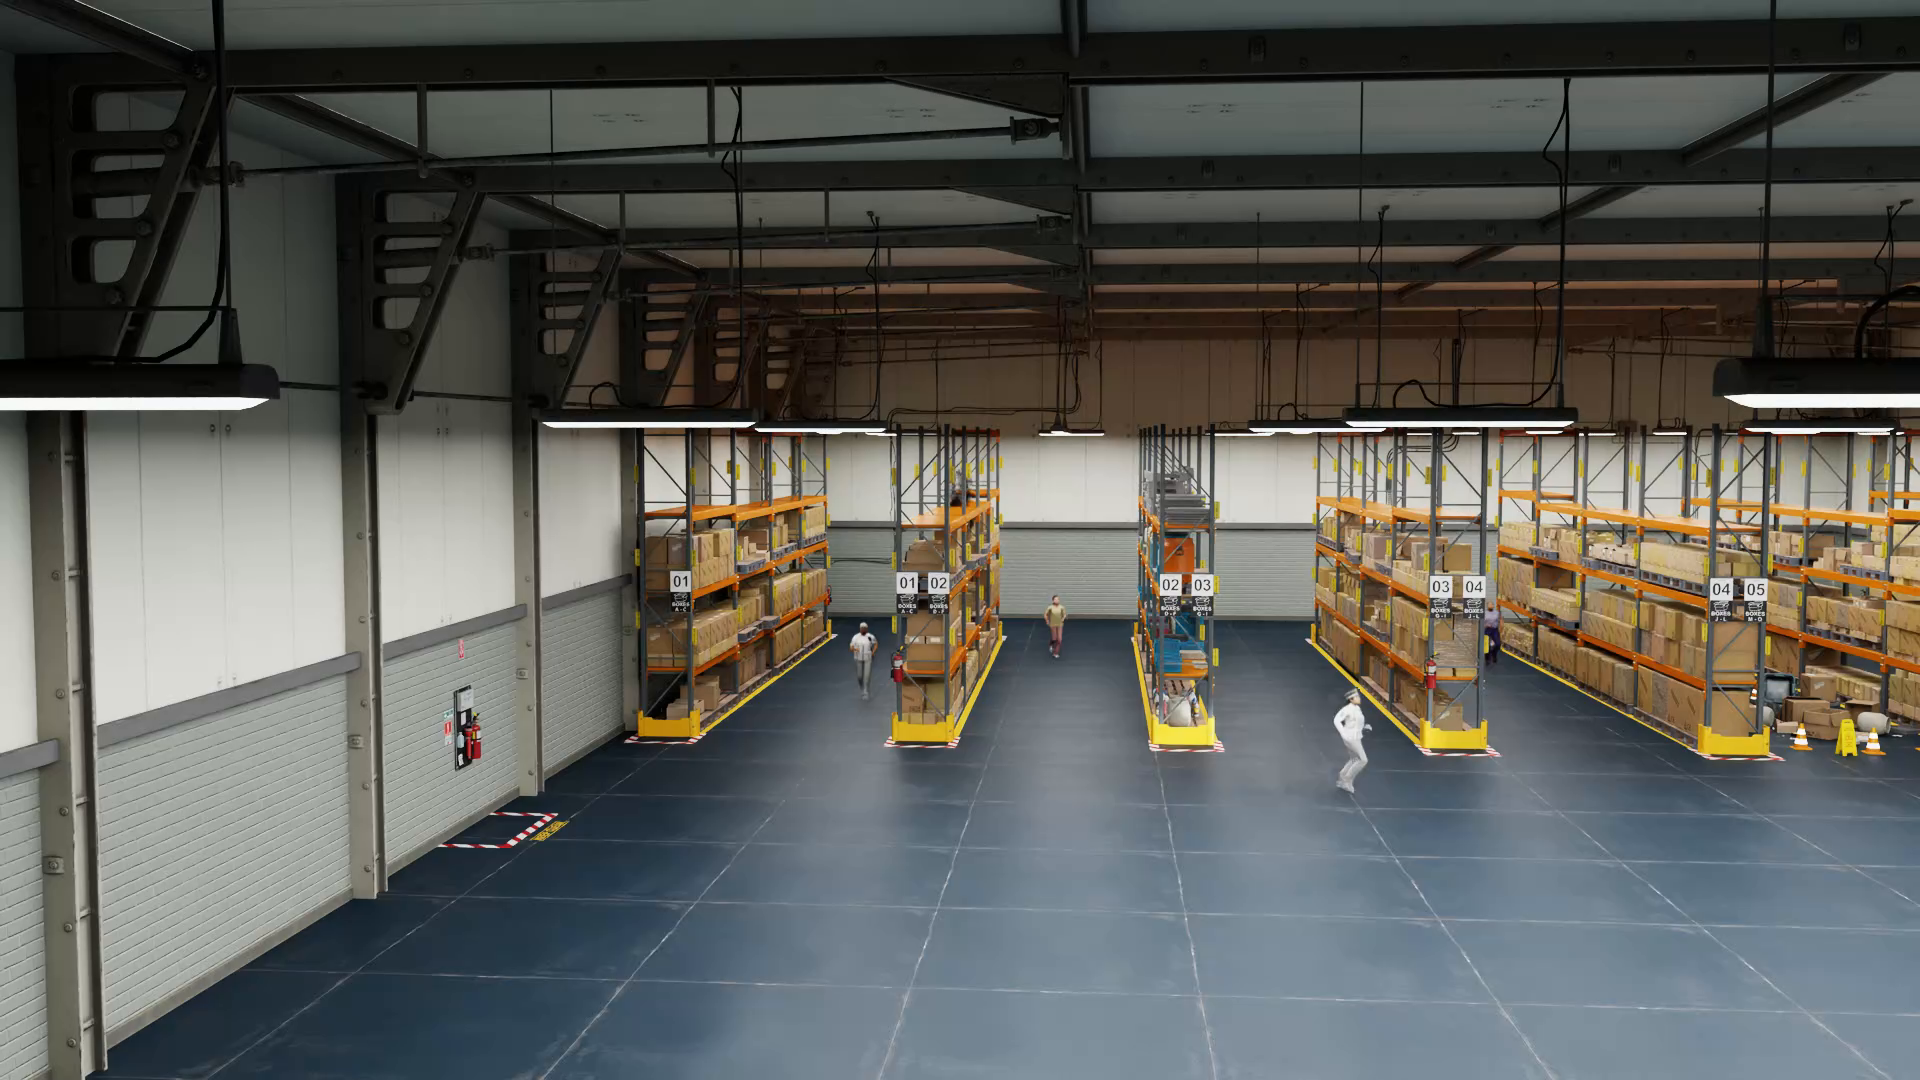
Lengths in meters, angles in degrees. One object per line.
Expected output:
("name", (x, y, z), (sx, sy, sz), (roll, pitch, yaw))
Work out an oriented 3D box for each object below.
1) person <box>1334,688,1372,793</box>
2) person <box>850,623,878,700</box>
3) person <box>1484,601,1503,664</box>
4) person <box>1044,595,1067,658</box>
("person", (6.371, 3.236, 26.942), (0.573, 1.686, 0.673), (2, 4, 35))
("person", (-2.120, 2.638, 36.549), (0.612, 1.651, 0.894), (0, 3, 0))
("person", (13.428, 2.354, 42.036), (0.661, 1.607, 0.570), (0, 3, 3))
("person", (2.516, 2.264, 43.573), (0.581, 1.625, 0.548), (-1, 4, -10))
